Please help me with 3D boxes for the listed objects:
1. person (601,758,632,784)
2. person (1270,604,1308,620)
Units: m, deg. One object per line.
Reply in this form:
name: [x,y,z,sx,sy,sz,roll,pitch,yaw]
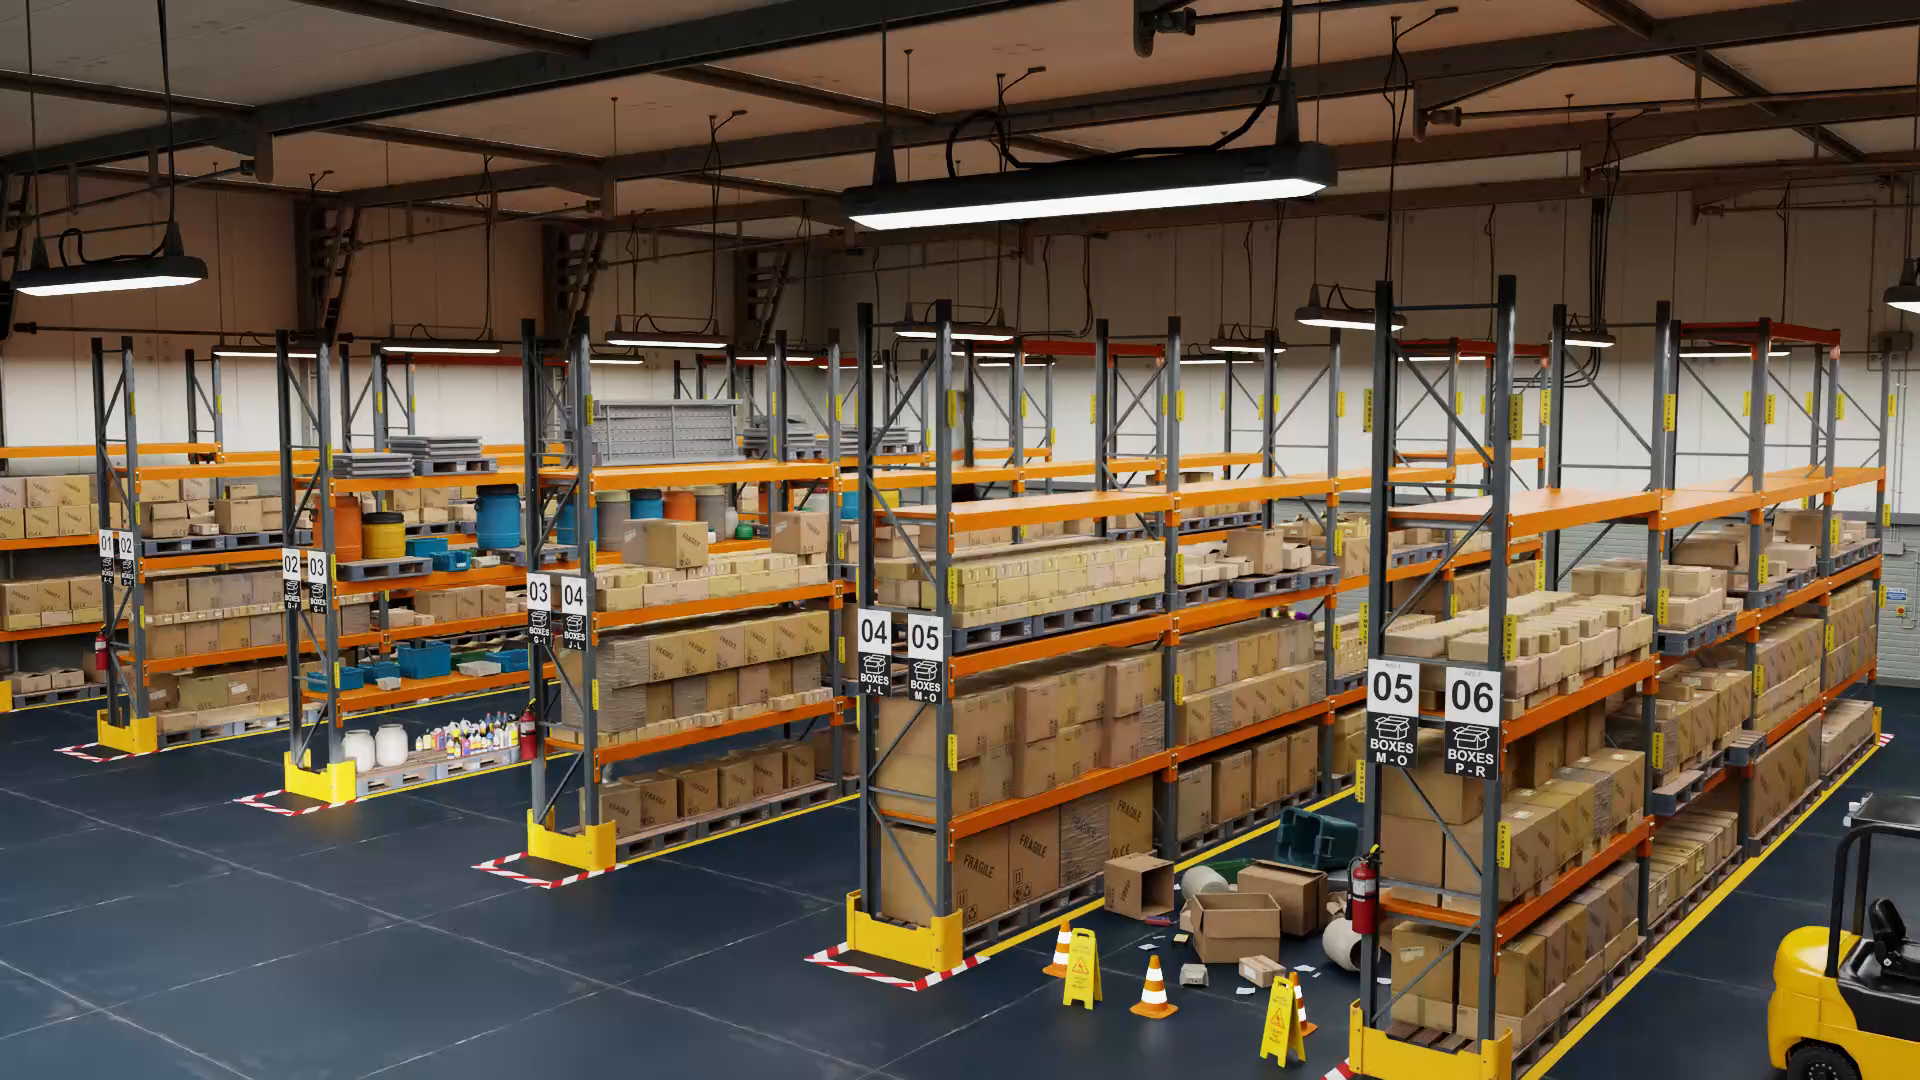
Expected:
person: [-4.584,2.473,22.242,0.543,1.583,0.856,2,5,17]
person: [5.575,1.825,28.421,0.680,1.717,0.907,4,6,36]
